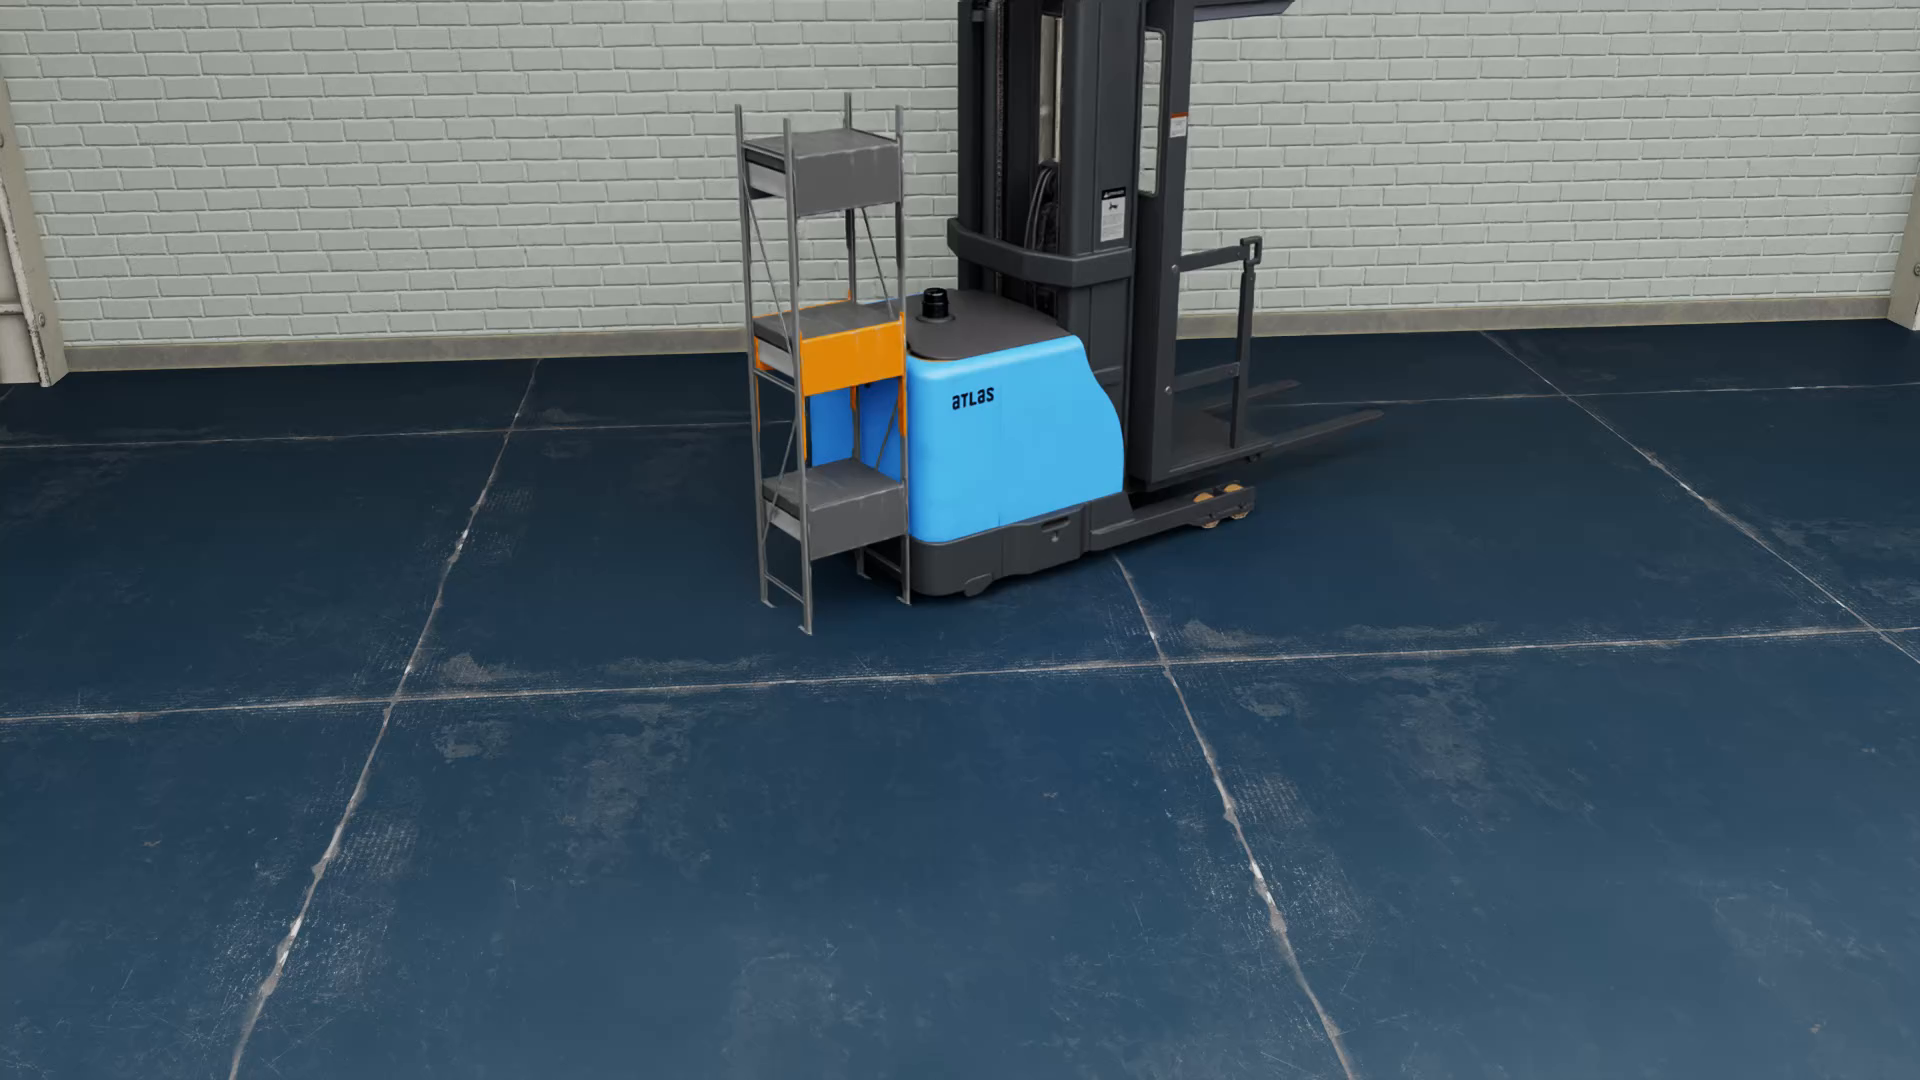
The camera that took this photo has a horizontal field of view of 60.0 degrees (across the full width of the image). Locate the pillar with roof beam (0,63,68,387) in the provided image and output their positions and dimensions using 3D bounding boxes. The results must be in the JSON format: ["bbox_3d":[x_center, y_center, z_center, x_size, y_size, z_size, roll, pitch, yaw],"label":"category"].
[{"bbox_3d":[-5.140,-3.329,4.161,0.400,9.000,9.100,-2,24,-5],"label":"pillar with roof beam"}]

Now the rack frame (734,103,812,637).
[{"bbox_3d":[-0.732,-0.628,6.579,0.015,2.100,0.400,-16,29,-32],"label":"rack frame"}]

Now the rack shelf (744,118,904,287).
[{"bbox_3d":[-0.534,-1.313,6.430,0.480,0.518,0.431,-16,29,-32],"label":"rack shelf"}]

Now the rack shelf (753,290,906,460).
[{"bbox_3d":[-0.534,-0.674,6.714,0.480,0.518,0.431,-16,29,-32],"label":"rack shelf"}]

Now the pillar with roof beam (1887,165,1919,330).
[{"bbox_3d":[6.802,-3.808,5.239,0.400,9.000,9.100,-2,24,-5],"label":"pillar with roof beam"}]

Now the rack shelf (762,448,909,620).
[{"bbox_3d":[-0.534,-0.034,6.998,0.480,0.518,0.431,-16,29,-32],"label":"rack shelf"}]

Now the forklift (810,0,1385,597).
[{"bbox_3d":[0.801,-1.550,7.629,3.031,2.935,1.130,-16,29,-32],"label":"forklift"}]

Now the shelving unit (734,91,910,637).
[{"bbox_3d":[-0.534,-0.686,6.708,0.503,2.100,0.431,-16,29,-32],"label":"shelving unit"}]

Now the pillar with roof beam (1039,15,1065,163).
[{"bbox_3d":[0.831,-3.569,4.700,0.400,9.000,9.100,-2,24,-5],"label":"pillar with roof beam"}]

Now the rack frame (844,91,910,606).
[{"bbox_3d":[-0.336,-0.744,6.838,0.015,2.100,0.400,-16,29,-32],"label":"rack frame"}]
